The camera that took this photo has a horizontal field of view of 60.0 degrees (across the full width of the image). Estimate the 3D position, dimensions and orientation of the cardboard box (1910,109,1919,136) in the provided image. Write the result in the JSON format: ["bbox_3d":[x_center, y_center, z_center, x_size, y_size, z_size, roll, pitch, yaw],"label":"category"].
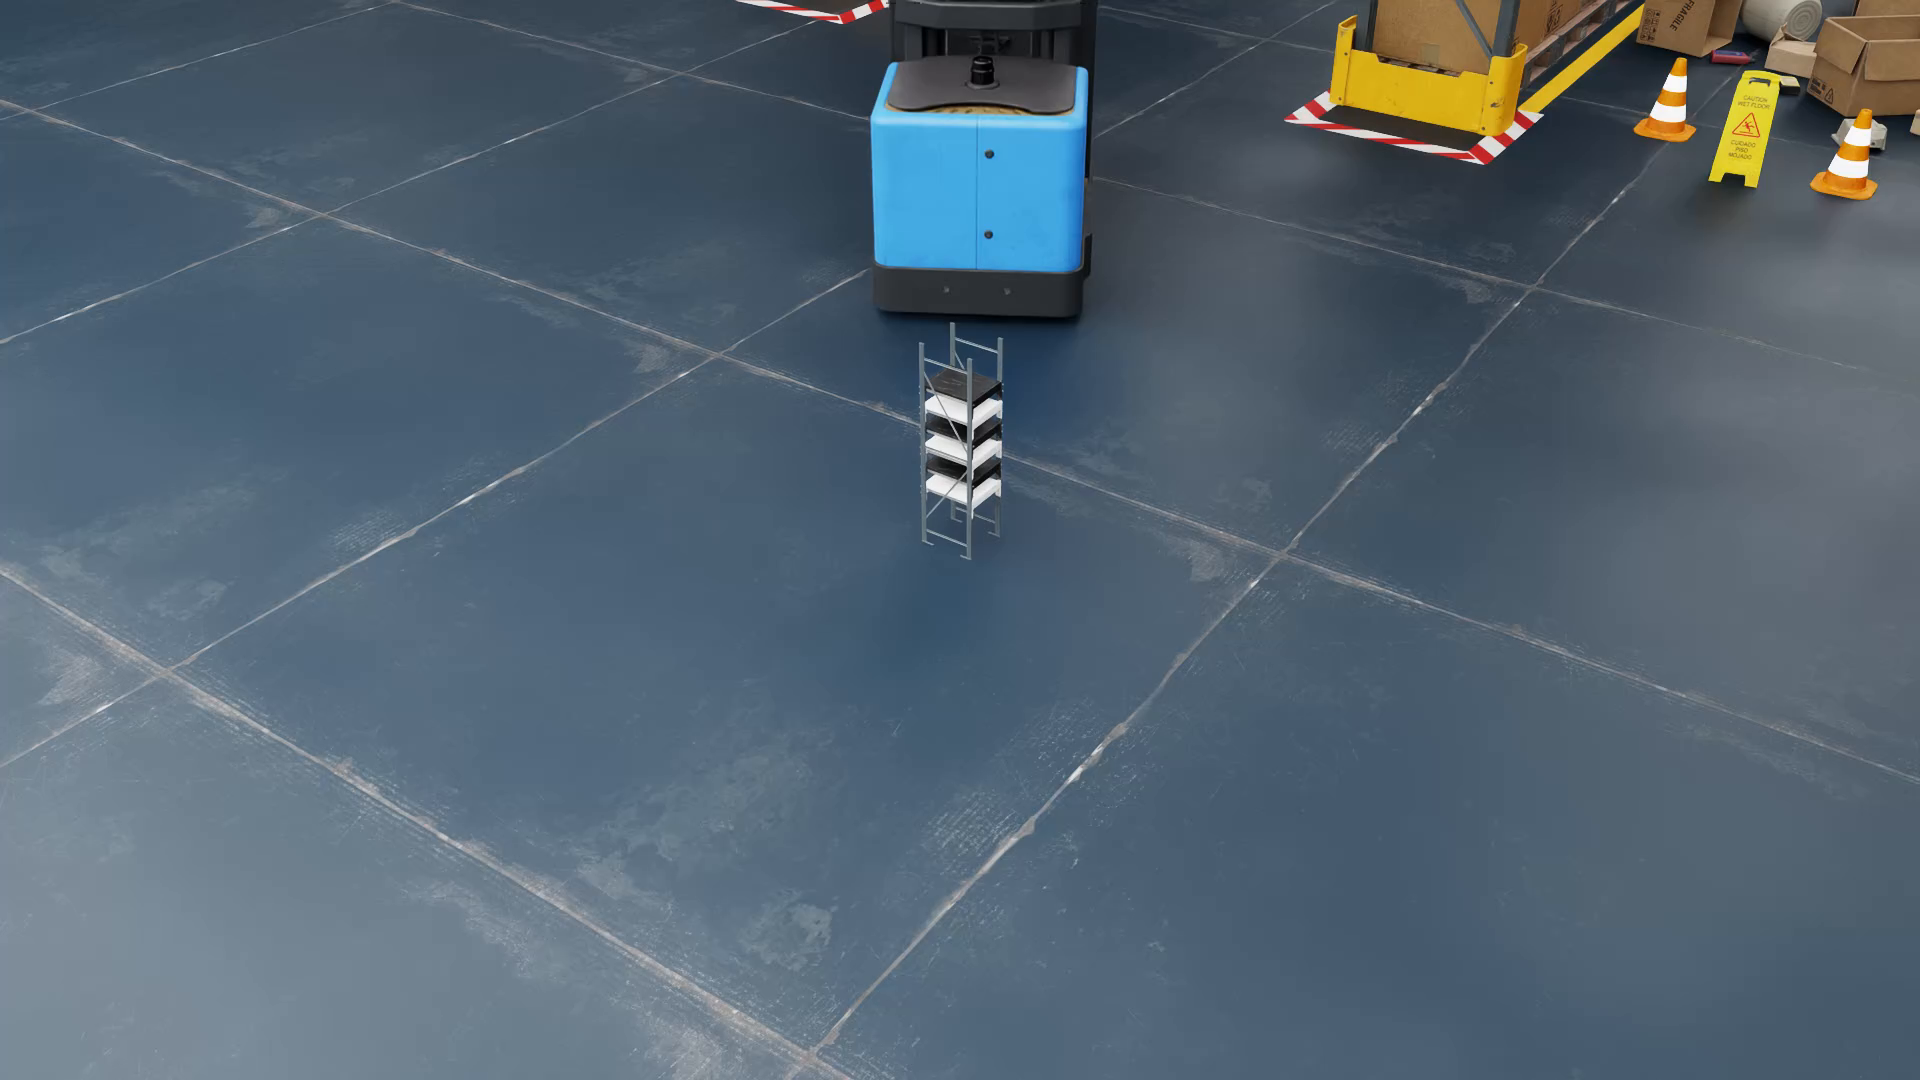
[{"bbox_3d":[6.236,-2.592,10.450,0.250,0.149,0.380,-15,37,-21],"label":"cardboard box"}]

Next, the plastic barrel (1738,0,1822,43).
[{"bbox_3d":[5.918,-3.821,12.022,0.421,0.421,0.512,-9,35,-13],"label":"plastic barrel"}]

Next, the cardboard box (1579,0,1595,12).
[{"bbox_3d":[4.378,-4.511,12.264,0.875,0.875,0.875,22,40,29],"label":"cardboard box"}]

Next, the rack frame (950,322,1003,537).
[{"bbox_3d":[0.063,-0.423,6.573,0.240,0.900,0.006,21,39,28],"label":"rack frame"}]

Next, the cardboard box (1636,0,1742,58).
[{"bbox_3d":[5.263,-3.823,11.955,0.500,0.500,0.500,29,44,36],"label":"cardboard box"}]

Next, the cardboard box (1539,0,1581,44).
[{"bbox_3d":[3.857,-4.092,11.645,0.875,0.875,0.875,21,39,27],"label":"cardboard box"}]

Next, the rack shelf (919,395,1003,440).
[{"bbox_3d":[0.005,-0.498,6.421,0.258,0.077,0.200,21,39,28],"label":"rack shelf"}]

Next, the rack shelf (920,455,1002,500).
[{"bbox_3d":[0.005,-0.274,6.573,0.258,0.077,0.200,21,39,28],"label":"rack shelf"}]

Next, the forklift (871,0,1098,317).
[{"bbox_3d":[0.192,-3.123,8.752,1.130,2.935,3.031,2,34,4],"label":"forklift"}]

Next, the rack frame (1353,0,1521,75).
[{"bbox_3d":[3.024,-4.059,10.075,1.000,3.000,0.127,21,39,28],"label":"rack frame"}]

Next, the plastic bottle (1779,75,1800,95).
[{"bbox_3d":[5.599,-3.091,11.267,0.133,0.061,0.283,8,35,12],"label":"plastic bottle"}]

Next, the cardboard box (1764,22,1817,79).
[{"bbox_3d":[5.838,-3.388,11.523,0.396,0.266,0.258,29,44,36],"label":"cardboard box"}]

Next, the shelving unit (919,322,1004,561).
[{"bbox_3d":[0.005,-0.376,6.503,0.258,0.900,0.210,21,39,28],"label":"shelving unit"}]

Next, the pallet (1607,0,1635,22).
[{"bbox_3d":[4.807,-4.420,13.098,1.003,0.211,1.213,21,39,28],"label":"pallet"}]

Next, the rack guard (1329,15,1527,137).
[{"bbox_3d":[3.011,-3.013,10.759,1.175,0.500,0.348,21,39,28],"label":"rack guard"}]

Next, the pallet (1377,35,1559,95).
[{"bbox_3d":[3.416,-3.297,11.437,1.003,0.211,1.213,21,39,28],"label":"pallet"}]

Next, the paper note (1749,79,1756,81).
[{"bbox_3d":[5.405,-3.151,11.400,0.123,0.001,0.032,-15,37,-21],"label":"paper note"}]

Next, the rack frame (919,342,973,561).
[{"bbox_3d":[-0.053,-0.330,6.434,0.240,0.900,0.006,21,39,28],"label":"rack frame"}]

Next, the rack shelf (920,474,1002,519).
[{"bbox_3d":[0.005,-0.200,6.623,0.258,0.077,0.200,21,39,28],"label":"rack shelf"}]

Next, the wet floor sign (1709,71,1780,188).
[{"bbox_3d":[4.634,-2.438,9.779,0.267,0.644,0.232,14,37,20],"label":"wet floor sign"}]

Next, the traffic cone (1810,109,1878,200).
[{"bbox_3d":[5.228,-2.282,9.711,0.336,0.463,0.334,21,39,28],"label":"traffic cone"}]

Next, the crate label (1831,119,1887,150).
[{"bbox_3d":[5.625,-2.528,10.367,0.250,0.136,0.298,3,34,4],"label":"crate label"}]

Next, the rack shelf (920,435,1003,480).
[{"bbox_3d":[0.005,-0.349,6.522,0.258,0.077,0.200,21,39,28],"label":"rack shelf"}]

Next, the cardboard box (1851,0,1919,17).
[{"bbox_3d":[6.596,-3.597,11.498,0.797,0.637,0.503,21,39,28],"label":"cardboard box"}]

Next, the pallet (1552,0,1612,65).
[{"bbox_3d":[4.112,-3.856,12.264,1.003,0.211,1.213,21,39,28],"label":"pallet"}]

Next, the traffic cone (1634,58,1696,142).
[{"bbox_3d":[4.494,-2.799,10.476,0.336,0.463,0.334,21,39,28],"label":"traffic cone"}]

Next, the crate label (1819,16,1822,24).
[{"bbox_3d":[6.240,-3.895,12.387,0.298,0.136,0.250,-3,34,-4],"label":"crate label"}]

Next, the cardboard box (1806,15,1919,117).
[{"bbox_3d":[6.070,-3.108,10.896,0.797,0.503,0.637,-3,34,-4],"label":"cardboard box"}]

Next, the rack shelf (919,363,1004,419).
[{"bbox_3d":[0.005,-0.573,6.371,0.258,0.077,0.200,21,39,28],"label":"rack shelf"}]

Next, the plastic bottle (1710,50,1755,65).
[{"bbox_3d":[5.447,-3.400,11.723,0.283,0.061,0.133,8,35,12],"label":"plastic bottle"}]

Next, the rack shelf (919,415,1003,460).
[{"bbox_3d":[0.005,-0.423,6.472,0.258,0.077,0.200,21,39,28],"label":"rack shelf"}]

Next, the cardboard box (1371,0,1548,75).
[{"bbox_3d":[3.357,-3.686,11.045,0.875,0.875,0.875,21,40,28],"label":"cardboard box"}]
